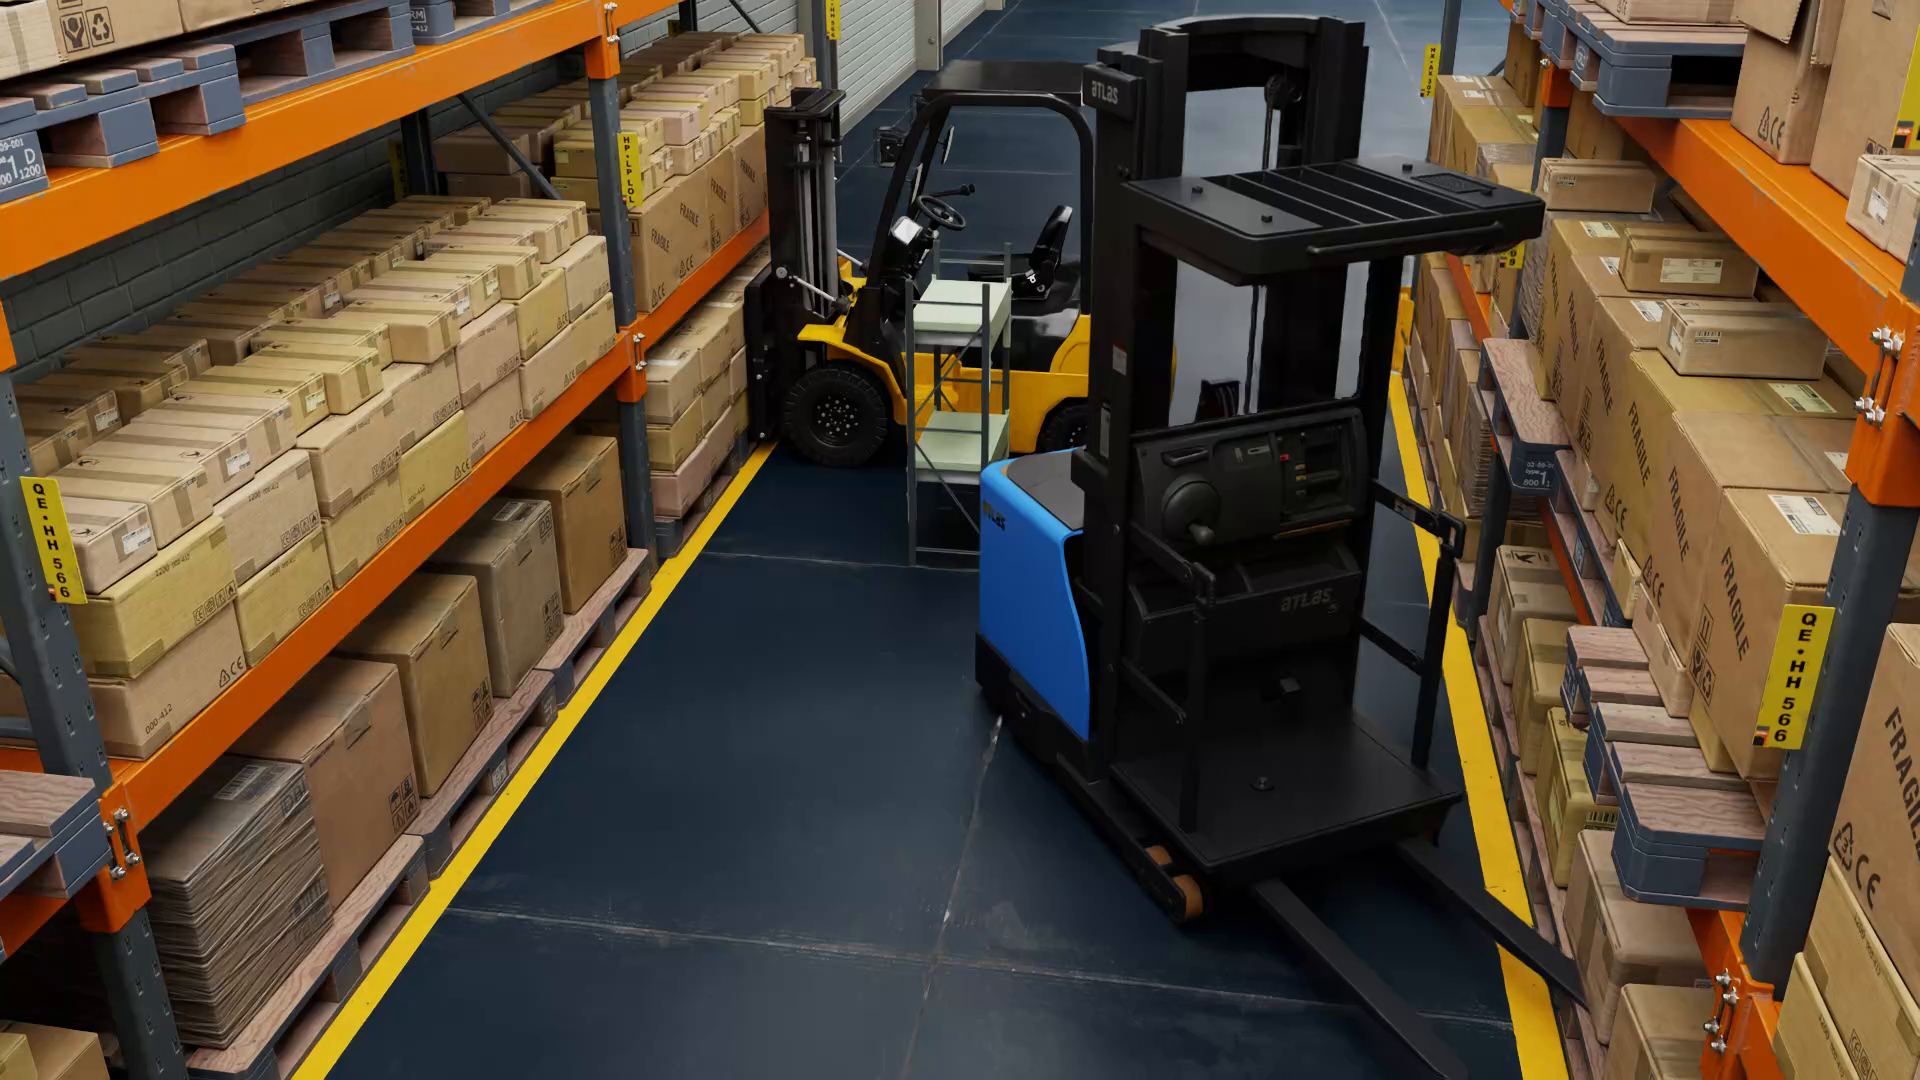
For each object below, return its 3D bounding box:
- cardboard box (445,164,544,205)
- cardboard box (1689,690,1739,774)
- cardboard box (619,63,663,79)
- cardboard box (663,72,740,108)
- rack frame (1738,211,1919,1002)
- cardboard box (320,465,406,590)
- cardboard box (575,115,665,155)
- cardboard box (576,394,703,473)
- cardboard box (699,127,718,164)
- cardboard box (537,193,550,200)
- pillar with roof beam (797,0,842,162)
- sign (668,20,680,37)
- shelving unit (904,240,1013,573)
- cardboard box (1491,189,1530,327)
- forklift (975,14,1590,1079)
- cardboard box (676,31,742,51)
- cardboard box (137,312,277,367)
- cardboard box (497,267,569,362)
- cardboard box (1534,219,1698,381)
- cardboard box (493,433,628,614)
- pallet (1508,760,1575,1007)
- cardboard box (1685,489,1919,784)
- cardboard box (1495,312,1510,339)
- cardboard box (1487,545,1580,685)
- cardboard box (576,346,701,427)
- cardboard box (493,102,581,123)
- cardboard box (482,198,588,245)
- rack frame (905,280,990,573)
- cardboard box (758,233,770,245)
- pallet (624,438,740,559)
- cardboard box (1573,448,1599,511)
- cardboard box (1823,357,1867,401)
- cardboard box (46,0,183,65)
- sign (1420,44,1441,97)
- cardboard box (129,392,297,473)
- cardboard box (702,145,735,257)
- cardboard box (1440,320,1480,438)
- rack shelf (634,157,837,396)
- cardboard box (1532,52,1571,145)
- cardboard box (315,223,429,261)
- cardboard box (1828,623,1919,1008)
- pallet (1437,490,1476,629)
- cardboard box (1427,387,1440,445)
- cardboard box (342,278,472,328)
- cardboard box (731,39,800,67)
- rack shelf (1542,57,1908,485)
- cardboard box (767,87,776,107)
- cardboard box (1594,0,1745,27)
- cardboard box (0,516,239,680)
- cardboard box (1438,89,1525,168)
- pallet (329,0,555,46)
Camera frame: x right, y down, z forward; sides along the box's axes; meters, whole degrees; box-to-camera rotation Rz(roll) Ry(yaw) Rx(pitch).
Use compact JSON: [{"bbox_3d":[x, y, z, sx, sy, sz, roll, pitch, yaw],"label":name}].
[{"bbox_3d":[-2.229,-1.706,7.973,0.380,0.149,0.250,4,25,8],"label":"cardboard box"},{"bbox_3d":[2.009,0.454,4.044,0.380,0.149,0.250,4,25,9],"label":"cardboard box"},{"bbox_3d":[-1.959,-2.700,9.746,0.380,0.149,0.250,3,25,7],"label":"cardboard box"},{"bbox_3d":[-1.470,-2.555,9.436,0.380,0.149,0.250,4,25,9],"label":"cardboard box"},{"bbox_3d":[2.212,0.800,3.502,0.949,2.616,0.053,4,25,9],"label":"rack frame"},{"bbox_3d":[-2.204,-0.068,5.535,0.500,0.250,0.500,3,25,7],"label":"cardboard box"},{"bbox_3d":[-1.697,-2.024,8.302,0.380,0.149,0.250,4,25,8],"label":"cardboard box"},{"bbox_3d":[-1.645,-0.567,8.581,0.500,0.250,0.500,4,25,8],"label":"cardboard box"},{"bbox_3d":[-1.503,-2.096,8.806,0.380,0.149,0.250,4,25,8],"label":"cardboard box"},{"bbox_3d":[-2.222,-1.467,8.227,0.500,0.500,0.500,4,25,8],"label":"cardboard box"},{"bbox_3d":[2.850,-7.587,14.344,9.100,9.000,0.400,4,25,9],"label":"pillar with roof beam"},{"bbox_3d":[-1.921,-3.357,11.268,0.100,0.325,0.005,4,25,9],"label":"sign"},{"bbox_3d":[0.001,-0.682,8.438,0.431,1.500,0.755,4,25,9],"label":"shelving unit"},{"bbox_3d":[2.696,-1.255,7.425,0.500,0.500,0.500,3,25,7],"label":"cardboard box"},{"bbox_3d":[1.129,-0.187,5.692,1.130,2.935,3.031,-11,27,-22],"label":"forklift"},{"bbox_3d":[-1.640,-3.236,10.891,0.380,0.149,0.250,4,25,8],"label":"cardboard box"},{"bbox_3d":[-2.597,-0.674,5.769,0.380,0.149,0.250,5,25,10],"label":"cardboard box"},{"bbox_3d":[-1.933,-0.934,6.795,0.500,0.250,0.500,3,25,7],"label":"cardboard box"},{"bbox_3d":[2.428,-0.857,6.078,0.500,0.500,0.500,4,25,9],"label":"cardboard box"},{"bbox_3d":[-2.103,-0.110,7.753,0.875,0.625,0.625,5,26,11],"label":"cardboard box"},{"bbox_3d":[2.546,1.228,5.877,1.003,0.211,1.213,4,25,9],"label":"pallet"},{"bbox_3d":[2.015,0.221,3.775,0.500,0.500,0.500,3,25,7],"label":"cardboard box"},{"bbox_3d":[2.621,-0.914,7.461,0.380,0.149,0.250,4,25,8],"label":"cardboard box"},{"bbox_3d":[2.786,0.347,7.074,0.950,0.372,0.625,4,25,9],"label":"cardboard box"},{"bbox_3d":[-1.640,-0.793,8.474,0.500,0.250,0.500,4,25,8],"label":"cardboard box"},{"bbox_3d":[-2.183,-2.166,8.604,0.380,0.149,0.250,4,25,7],"label":"cardboard box"},{"bbox_3d":[-1.865,-1.395,7.310,0.380,0.149,0.250,5,26,10],"label":"cardboard box"},{"bbox_3d":[-0.059,-0.529,8.111,0.400,1.500,0.023,4,25,9],"label":"rack frame"},{"bbox_3d":[-1.220,-1.857,10.748,0.500,0.250,0.500,4,25,9],"label":"cardboard box"},{"bbox_3d":[-1.857,-0.281,9.102,1.003,0.211,1.213,4,25,9],"label":"pallet"},{"bbox_3d":[2.227,-0.196,5.432,0.380,0.149,0.250,5,26,11],"label":"cardboard box"},{"bbox_3d":[2.676,-0.183,4.638,0.500,0.500,0.500,4,25,9],"label":"cardboard box"},{"bbox_3d":[-2.323,-1.467,4.077,0.500,0.500,0.500,4,25,9],"label":"cardboard box"},{"bbox_3d":[2.987,-2.975,10.546,0.100,0.325,0.005,4,25,9],"label":"sign"},{"bbox_3d":[-2.250,-0.325,5.023,0.380,0.149,0.250,4,25,9],"label":"cardboard box"},{"bbox_3d":[-1.548,-1.858,9.064,0.500,0.500,0.500,4,25,8],"label":"cardboard box"},{"bbox_3d":[2.865,-0.849,8.889,0.500,0.500,0.500,5,26,11],"label":"cardboard box"},{"bbox_3d":[-1.702,-1.725,9.746,1.077,0.370,4.000,4,25,9],"label":"rack shelf"},{"bbox_3d":[3.364,-2.319,8.517,0.700,0.500,0.500,4,25,8],"label":"cardboard box"},{"bbox_3d":[-2.435,-1.209,6.911,0.380,0.149,0.250,4,25,8],"label":"cardboard box"},{"bbox_3d":[1.893,0.492,2.864,0.500,0.500,0.500,3,25,7],"label":"cardboard box"},{"bbox_3d":[2.944,0.107,8.272,1.003,0.211,1.213,4,25,9],"label":"pallet"},{"bbox_3d":[2.951,-0.730,9.519,0.500,0.250,0.500,6,26,12],"label":"cardboard box"},{"bbox_3d":[-2.045,-0.859,6.164,0.380,0.149,0.250,4,25,9],"label":"cardboard box"},{"bbox_3d":[-1.235,-3.092,10.583,0.380,0.149,0.250,4,25,9],"label":"cardboard box"},{"bbox_3d":[2.542,-1.069,4.805,1.077,0.370,4.000,4,25,9],"label":"rack shelf"},{"bbox_3d":[-1.319,-2.631,9.950,0.380,0.149,0.250,3,25,7],"label":"cardboard box"},{"bbox_3d":[2.236,-1.712,5.013,0.500,0.250,0.500,4,25,8],"label":"cardboard box"},{"bbox_3d":[-2.344,0.133,4.515,0.500,0.250,0.500,4,25,8],"label":"cardboard box"},{"bbox_3d":[3.090,-2.330,9.720,0.500,0.500,0.500,5,26,10],"label":"cardboard box"},{"bbox_3d":[-2.160,-2.117,6.421,0.805,0.209,1.217,3,25,6],"label":"pallet"}]
